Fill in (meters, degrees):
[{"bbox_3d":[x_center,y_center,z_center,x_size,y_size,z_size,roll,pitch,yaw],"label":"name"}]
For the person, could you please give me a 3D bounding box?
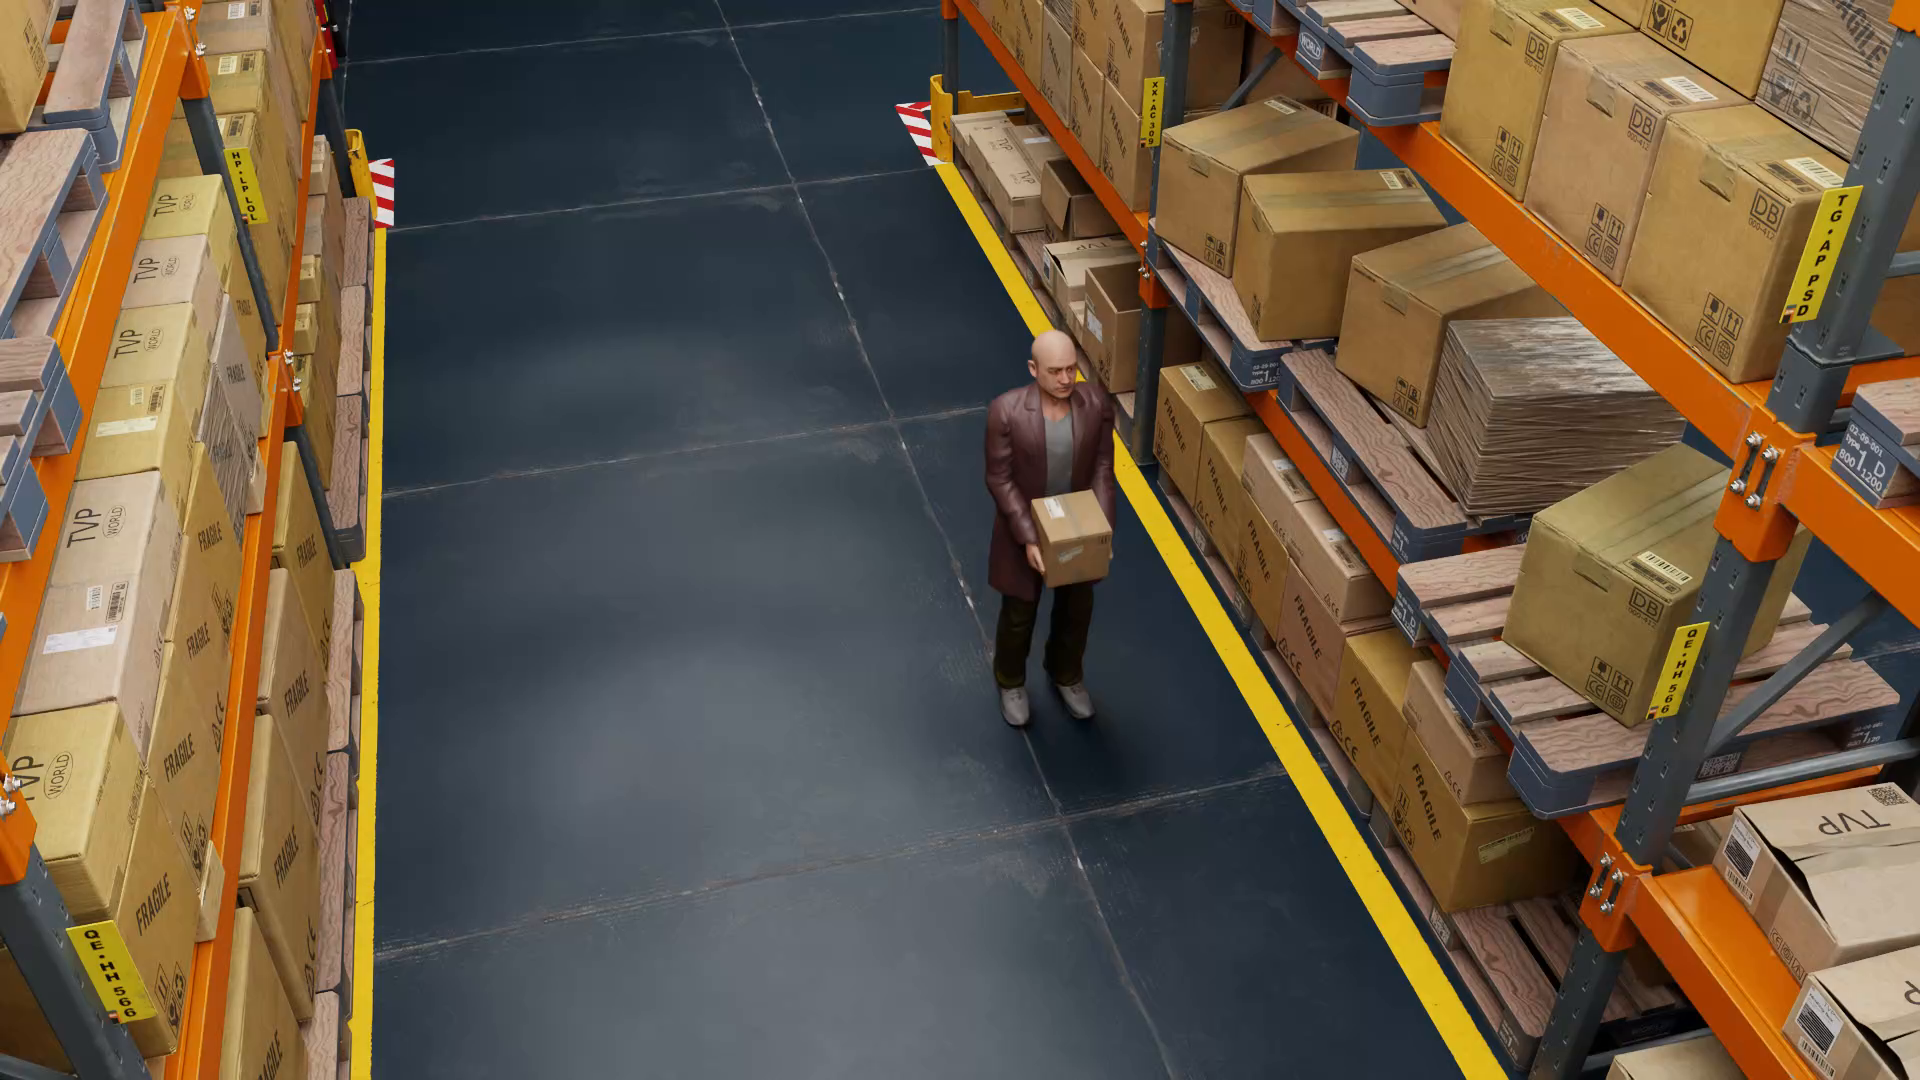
[{"bbox_3d":[0.384,0.092,6.766,0.542,1.581,0.541,-10,39,-12],"label":"person"}]
